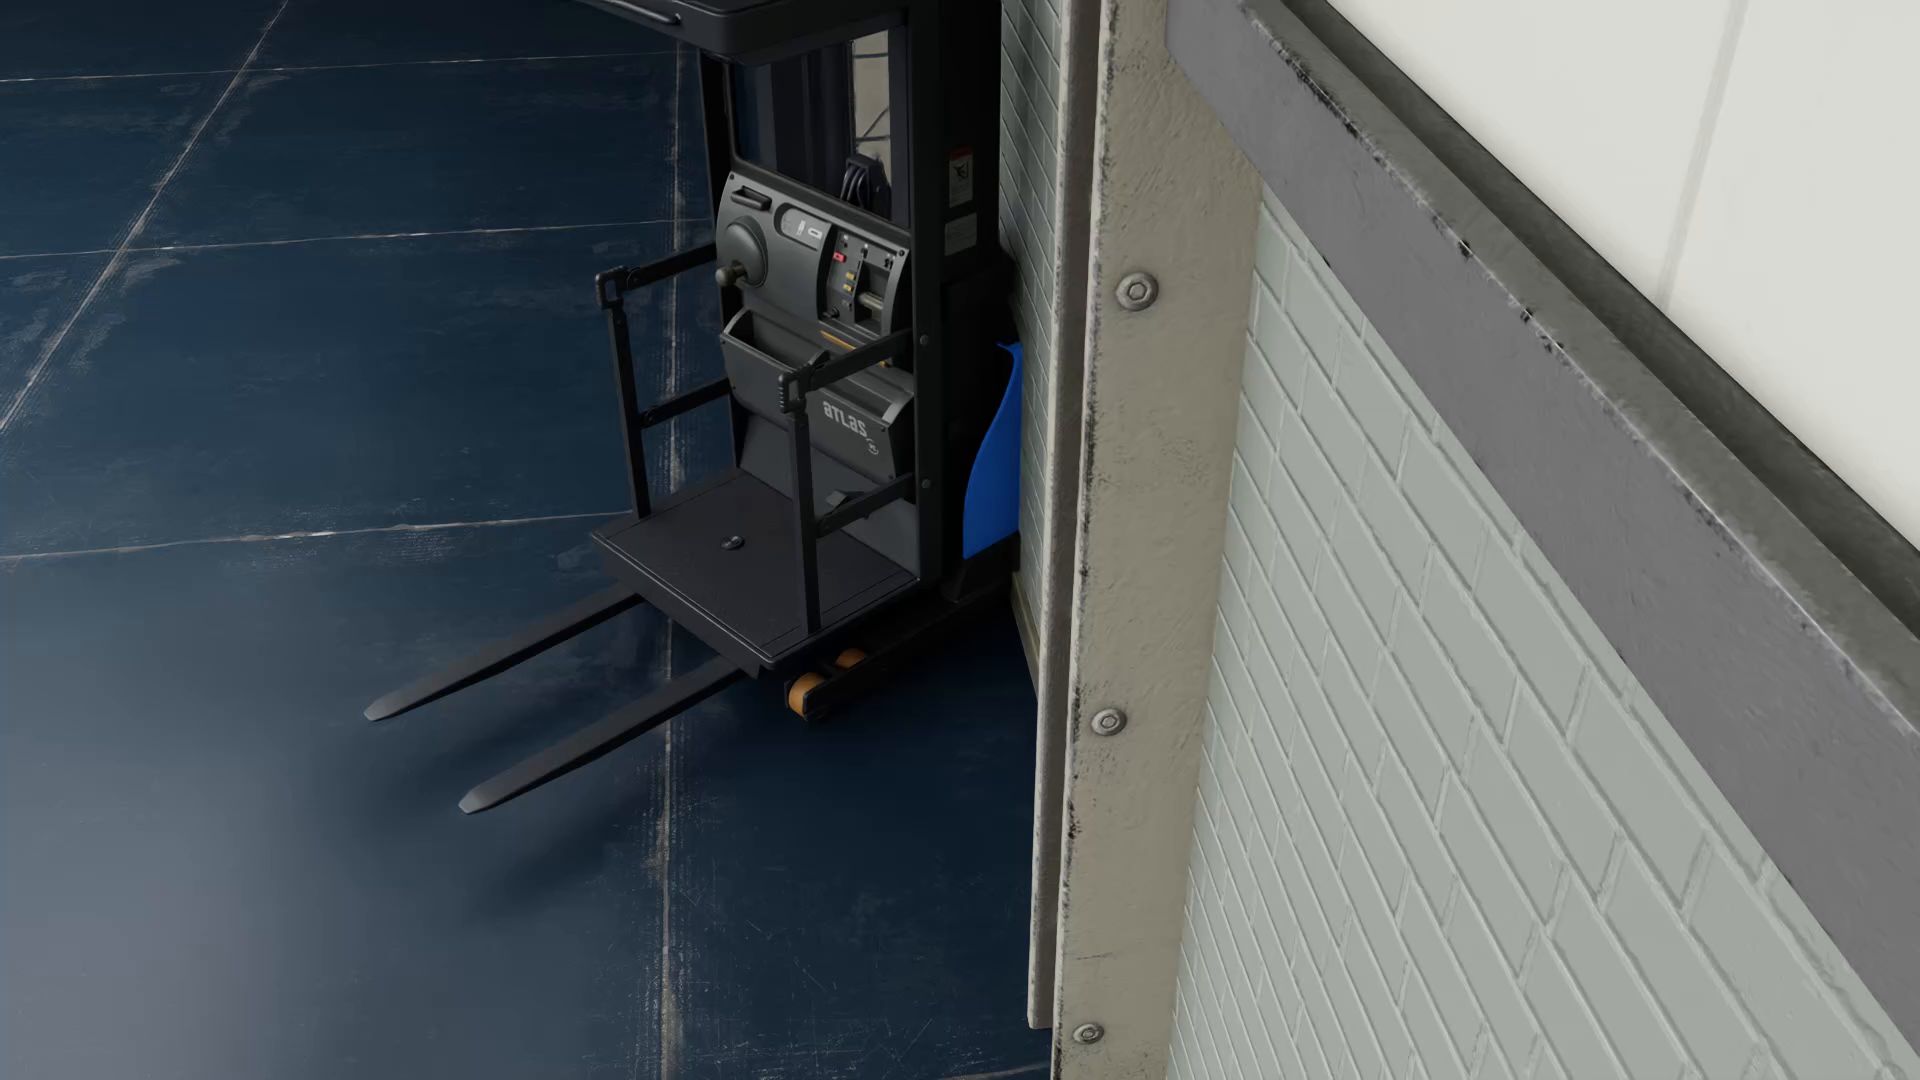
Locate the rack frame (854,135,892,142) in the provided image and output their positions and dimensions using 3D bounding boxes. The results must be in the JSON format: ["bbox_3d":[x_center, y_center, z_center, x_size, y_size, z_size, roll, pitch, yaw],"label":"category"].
[{"bbox_3d":[-0.227,-1.077,6.999,0.500,1.500,0.032,-6,35,-9],"label":"rack frame"}]

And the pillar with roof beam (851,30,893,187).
[{"bbox_3d":[-4.701,-5.287,6.517,9.100,9.000,0.400,-4,35,-6],"label":"pillar with roof beam"}]

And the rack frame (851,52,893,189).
[{"bbox_3d":[-0.411,-1.640,7.825,0.500,1.500,0.032,-6,35,-9],"label":"rack frame"}]

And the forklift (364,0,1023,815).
[{"bbox_3d":[-0.660,-0.911,5.484,3.031,2.935,1.130,-29,43,-35],"label":"forklift"}]

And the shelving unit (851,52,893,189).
[{"bbox_3d":[-0.319,-1.359,7.412,0.538,1.500,1.048,-6,35,-9],"label":"shelving unit"}]

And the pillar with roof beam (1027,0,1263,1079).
[{"bbox_3d":[-3.894,-1.939,1.604,9.100,9.000,0.400,-4,35,-6],"label":"pillar with roof beam"}]
